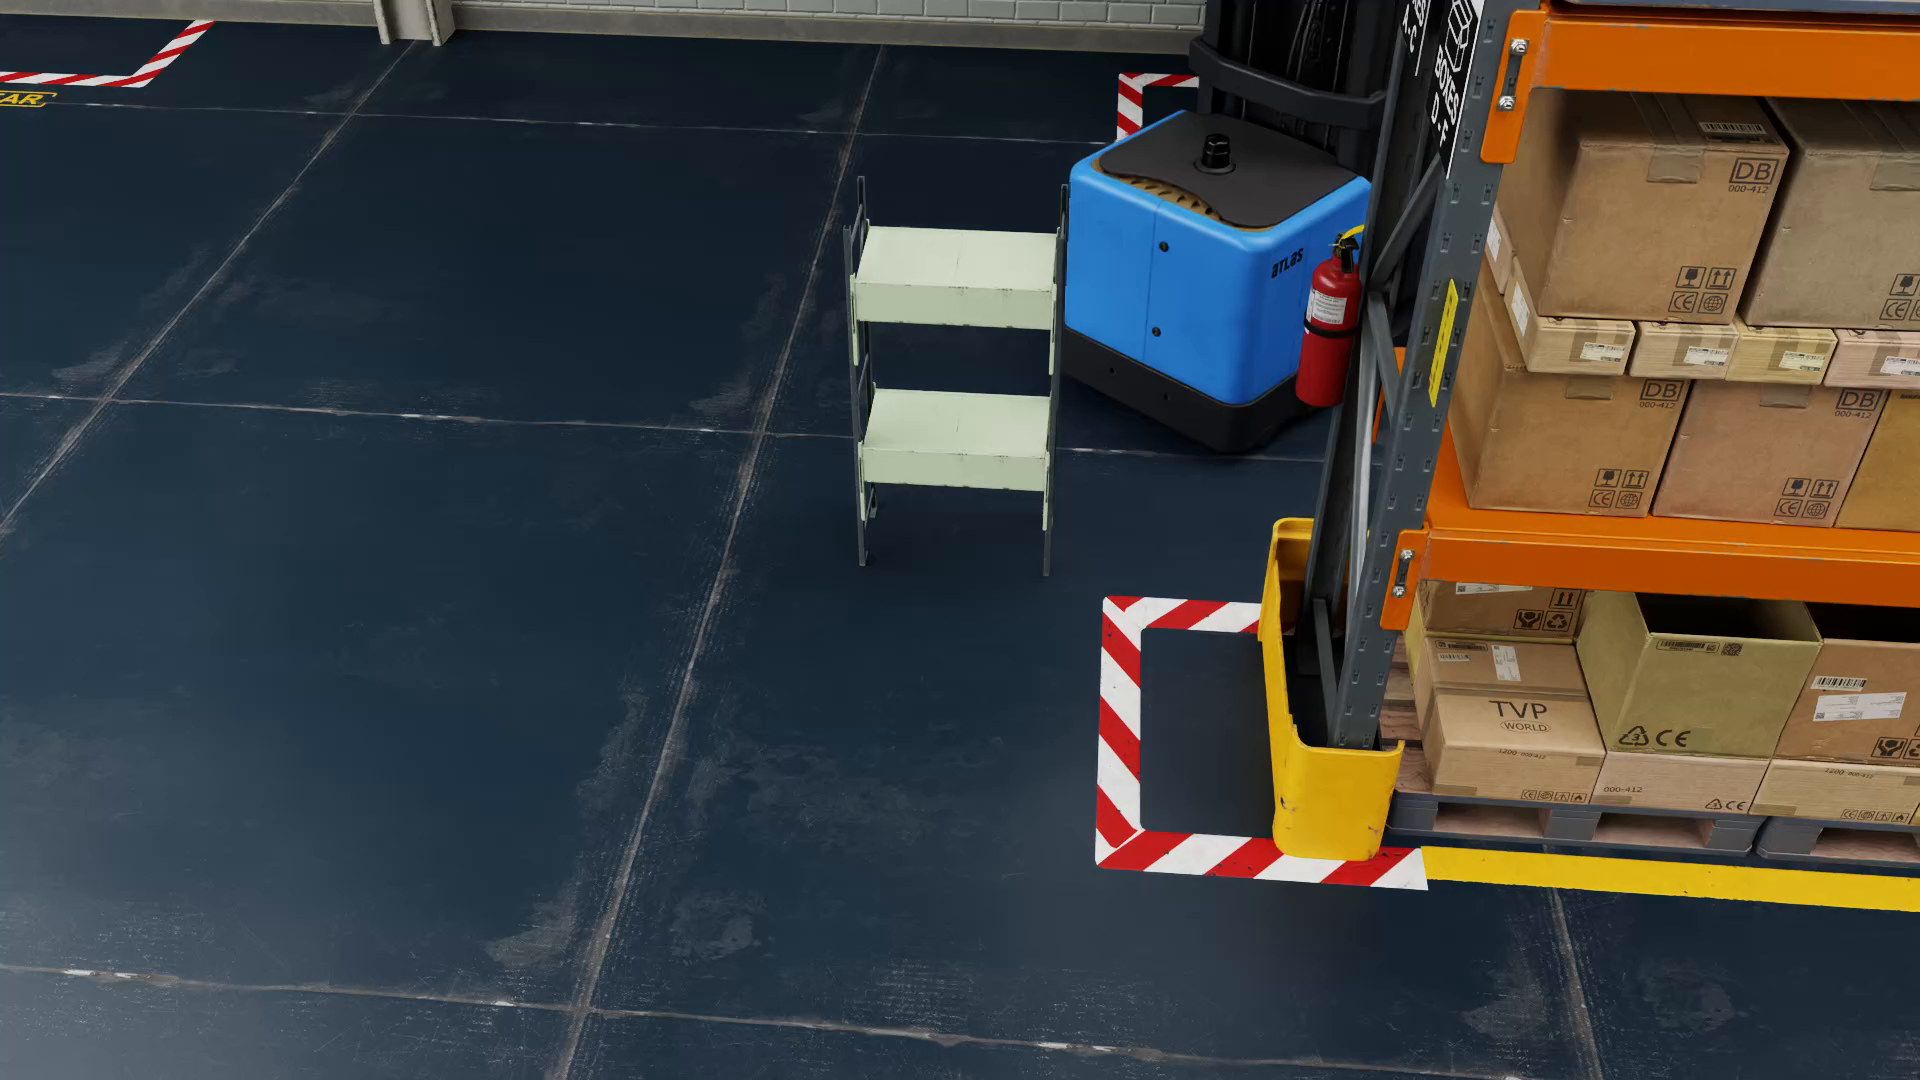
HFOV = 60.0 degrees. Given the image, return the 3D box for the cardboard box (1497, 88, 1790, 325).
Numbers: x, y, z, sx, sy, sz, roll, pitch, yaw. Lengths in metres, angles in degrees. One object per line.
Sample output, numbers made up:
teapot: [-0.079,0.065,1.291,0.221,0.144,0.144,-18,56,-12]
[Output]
cardboard box: [1.800,-0.987,4.480,0.500,0.500,0.700,3,39,4]

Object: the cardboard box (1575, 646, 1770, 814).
cardboard box: [2.297,0.616,5.462,0.500,0.250,0.500,3,39,4]

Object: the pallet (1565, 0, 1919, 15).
pallet: [1.986,-1.556,3.979,1.213,0.211,1.003,3,39,4]

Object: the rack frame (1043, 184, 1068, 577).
rack frame: [0.358,-0.562,6.252,0.023,1.500,0.400,3,39,4]

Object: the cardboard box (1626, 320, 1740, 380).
cardboard box: [1.919,-0.602,4.521,0.250,0.149,0.380,2,39,3]

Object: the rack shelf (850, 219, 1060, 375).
rack shelf: [-0.007,-0.885,6.031,0.720,0.370,0.431,3,39,4]

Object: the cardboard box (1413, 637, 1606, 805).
cardboard box: [1.799,0.591,5.493,0.500,0.250,0.500,3,39,4]

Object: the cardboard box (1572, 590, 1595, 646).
cardboard box: [2.343,0.285,5.869,0.500,0.250,0.500,3,39,4]

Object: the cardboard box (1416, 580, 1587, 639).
cardboard box: [1.844,-0.027,5.658,0.500,0.500,0.500,3,39,4]

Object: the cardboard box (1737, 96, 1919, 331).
cardboard box: [2.325,-0.962,4.449,0.500,0.500,0.700,2,39,3]

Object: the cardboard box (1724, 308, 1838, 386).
cardboard box: [2.168,-0.588,4.503,0.250,0.149,0.380,3,39,4]

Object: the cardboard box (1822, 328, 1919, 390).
cardboard box: [2.419,-0.573,4.484,0.250,0.149,0.380,3,39,3]

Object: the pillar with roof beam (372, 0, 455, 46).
pillar with roof beam: [-3.870,-4.049,4.596,0.400,9.000,9.100,3,39,4]

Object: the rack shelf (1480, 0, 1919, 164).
rack shelf: [3.276,-1.257,4.112,4.000,0.370,1.077,3,39,4]

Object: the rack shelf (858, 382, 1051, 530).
rack shelf: [-0.007,-0.329,6.483,0.720,0.370,0.431,3,39,4]

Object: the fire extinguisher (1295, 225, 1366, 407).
fire extinguisher: [1.206,-0.750,5.357,0.183,0.674,0.296,3,39,4]

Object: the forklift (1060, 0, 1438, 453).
forklift: [1.831,-2.343,7.307,1.130,2.935,3.031,31,48,32]

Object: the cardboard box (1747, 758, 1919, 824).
cardboard box: [2.795,0.644,5.429,0.500,0.250,0.500,3,39,4]

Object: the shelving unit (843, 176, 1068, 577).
shelving unit: [-0.007,-0.582,6.277,0.755,1.500,0.431,3,39,4]

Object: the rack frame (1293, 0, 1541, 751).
rack frame: [1.284,-0.481,4.965,0.127,3.000,1.000,3,39,4]

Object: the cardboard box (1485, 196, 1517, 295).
cardboard box: [1.681,-0.871,4.851,0.250,0.149,0.380,3,39,3]

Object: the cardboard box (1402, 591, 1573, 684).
cardboard box: [1.843,0.265,5.893,0.500,0.250,0.500,3,39,4]

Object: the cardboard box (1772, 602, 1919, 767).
cardboard box: [2.796,0.346,5.201,0.500,0.500,0.500,3,39,4]

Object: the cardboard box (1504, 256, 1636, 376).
cardboard box: [1.656,-0.615,4.536,0.250,0.149,0.380,3,39,4]

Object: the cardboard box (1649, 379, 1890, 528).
cardboard box: [2.271,-0.461,4.861,0.500,0.500,0.700,4,39,5]

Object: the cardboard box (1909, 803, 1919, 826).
cardboard box: [3.293,0.674,5.391,0.500,0.250,0.500,3,39,4]

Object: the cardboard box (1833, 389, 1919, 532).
cardboard box: [2.765,-0.430,4.823,0.500,0.500,0.700,3,39,4]

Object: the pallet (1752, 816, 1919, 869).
pallet: [3.261,0.683,5.743,1.213,0.211,1.003,3,39,4]

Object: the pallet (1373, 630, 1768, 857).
pallet: [2.049,0.615,5.827,1.213,0.211,1.003,3,39,4]

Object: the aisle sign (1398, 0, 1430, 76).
aisle sign: [1.244,-1.678,4.376,0.004,0.787,0.394,3,39,4]

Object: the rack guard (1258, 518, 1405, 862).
rack guard: [1.260,0.487,5.756,0.348,0.500,1.175,3,39,4]

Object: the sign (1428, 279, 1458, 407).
sign: [1.230,-0.499,4.239,0.005,0.325,0.100,3,39,4]

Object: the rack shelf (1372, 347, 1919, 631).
rack shelf: [3.276,-0.093,5.059,4.000,0.370,1.077,3,39,4]

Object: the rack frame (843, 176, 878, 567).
rack frame: [-0.371,-0.602,6.301,0.023,1.500,0.400,3,39,4]

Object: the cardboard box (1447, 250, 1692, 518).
cardboard box: [1.748,-0.487,4.893,0.500,0.500,0.700,3,39,4]

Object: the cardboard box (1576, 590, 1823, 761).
cardboard box: [2.297,0.326,5.224,0.500,0.500,0.500,3,39,4]

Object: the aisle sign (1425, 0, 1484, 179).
aisle sign: [1.192,-1.301,3.912,0.004,0.787,0.394,3,39,4]
